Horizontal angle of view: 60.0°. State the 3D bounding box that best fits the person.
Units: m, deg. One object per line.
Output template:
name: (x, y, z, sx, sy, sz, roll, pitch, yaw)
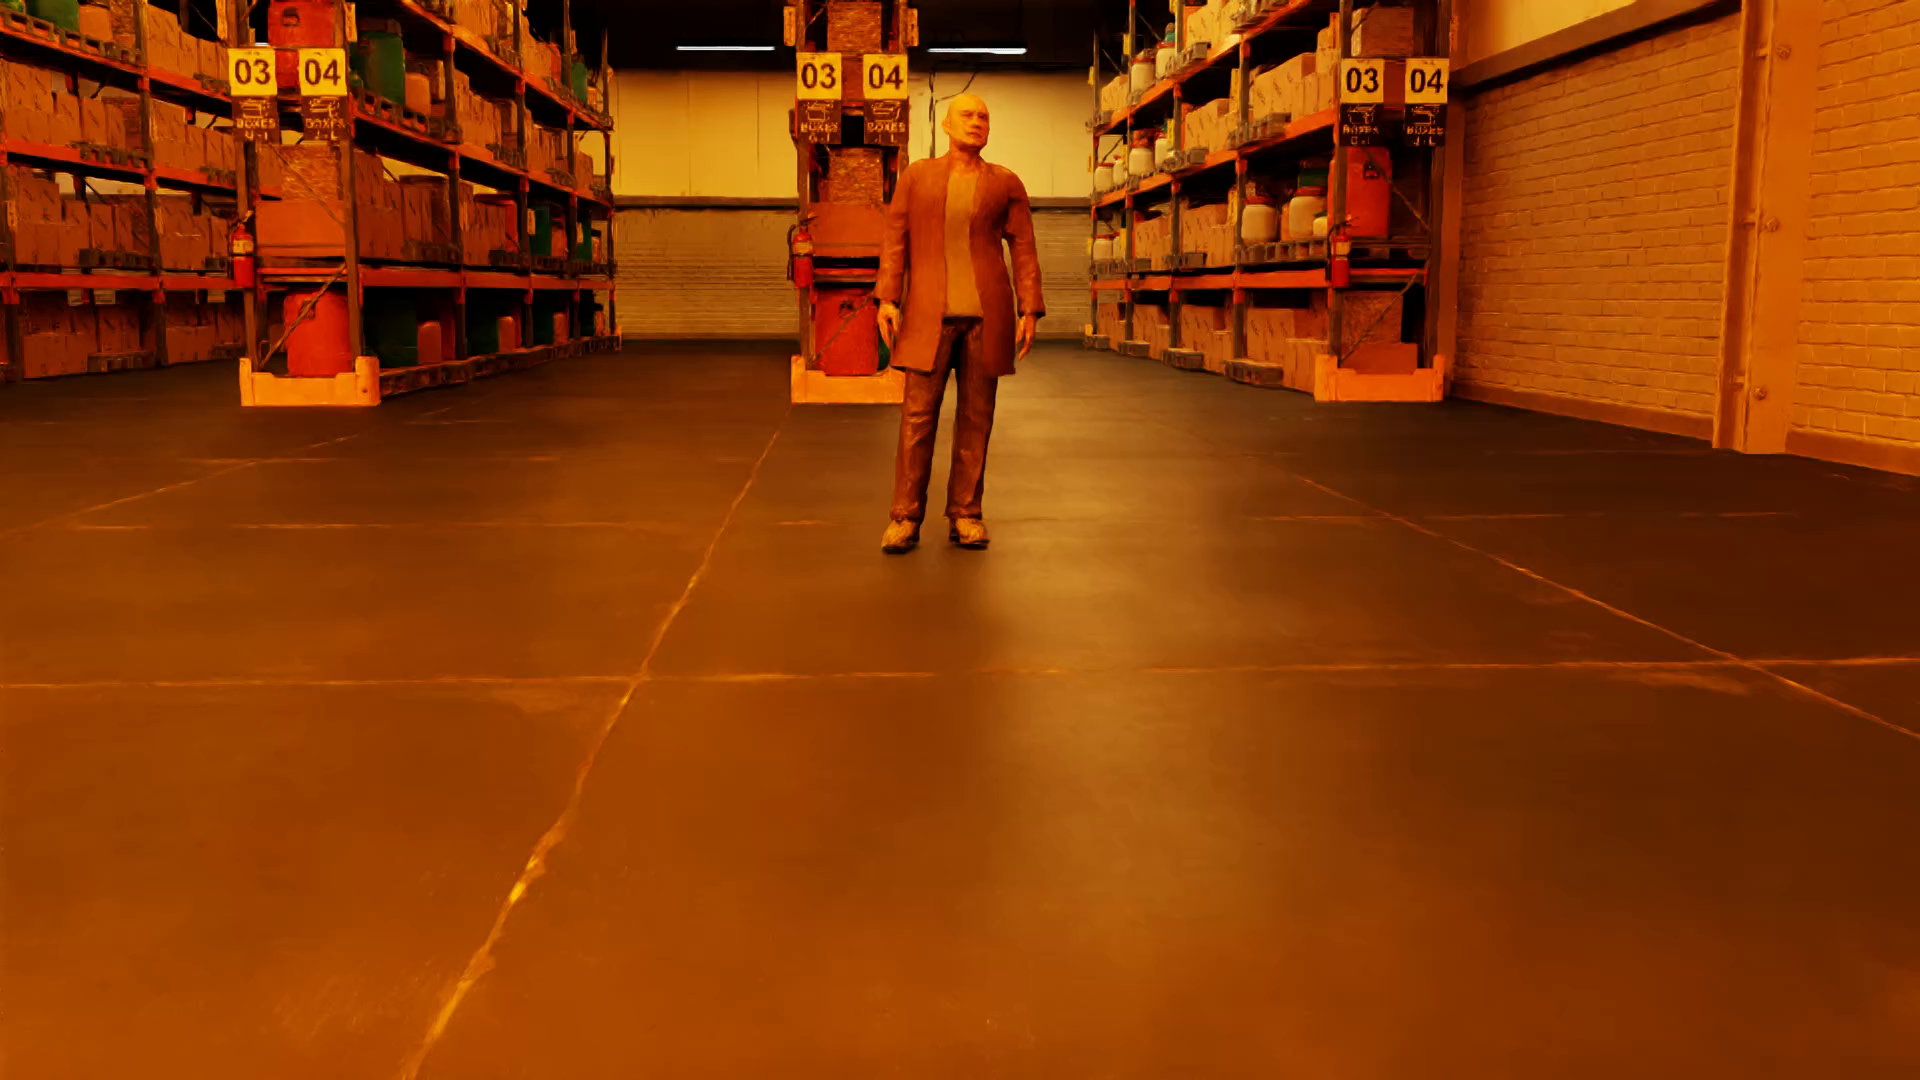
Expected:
person: (0.001, -0.873, 6.588, 0.694, 1.776, 0.580, -1, 8, -4)
